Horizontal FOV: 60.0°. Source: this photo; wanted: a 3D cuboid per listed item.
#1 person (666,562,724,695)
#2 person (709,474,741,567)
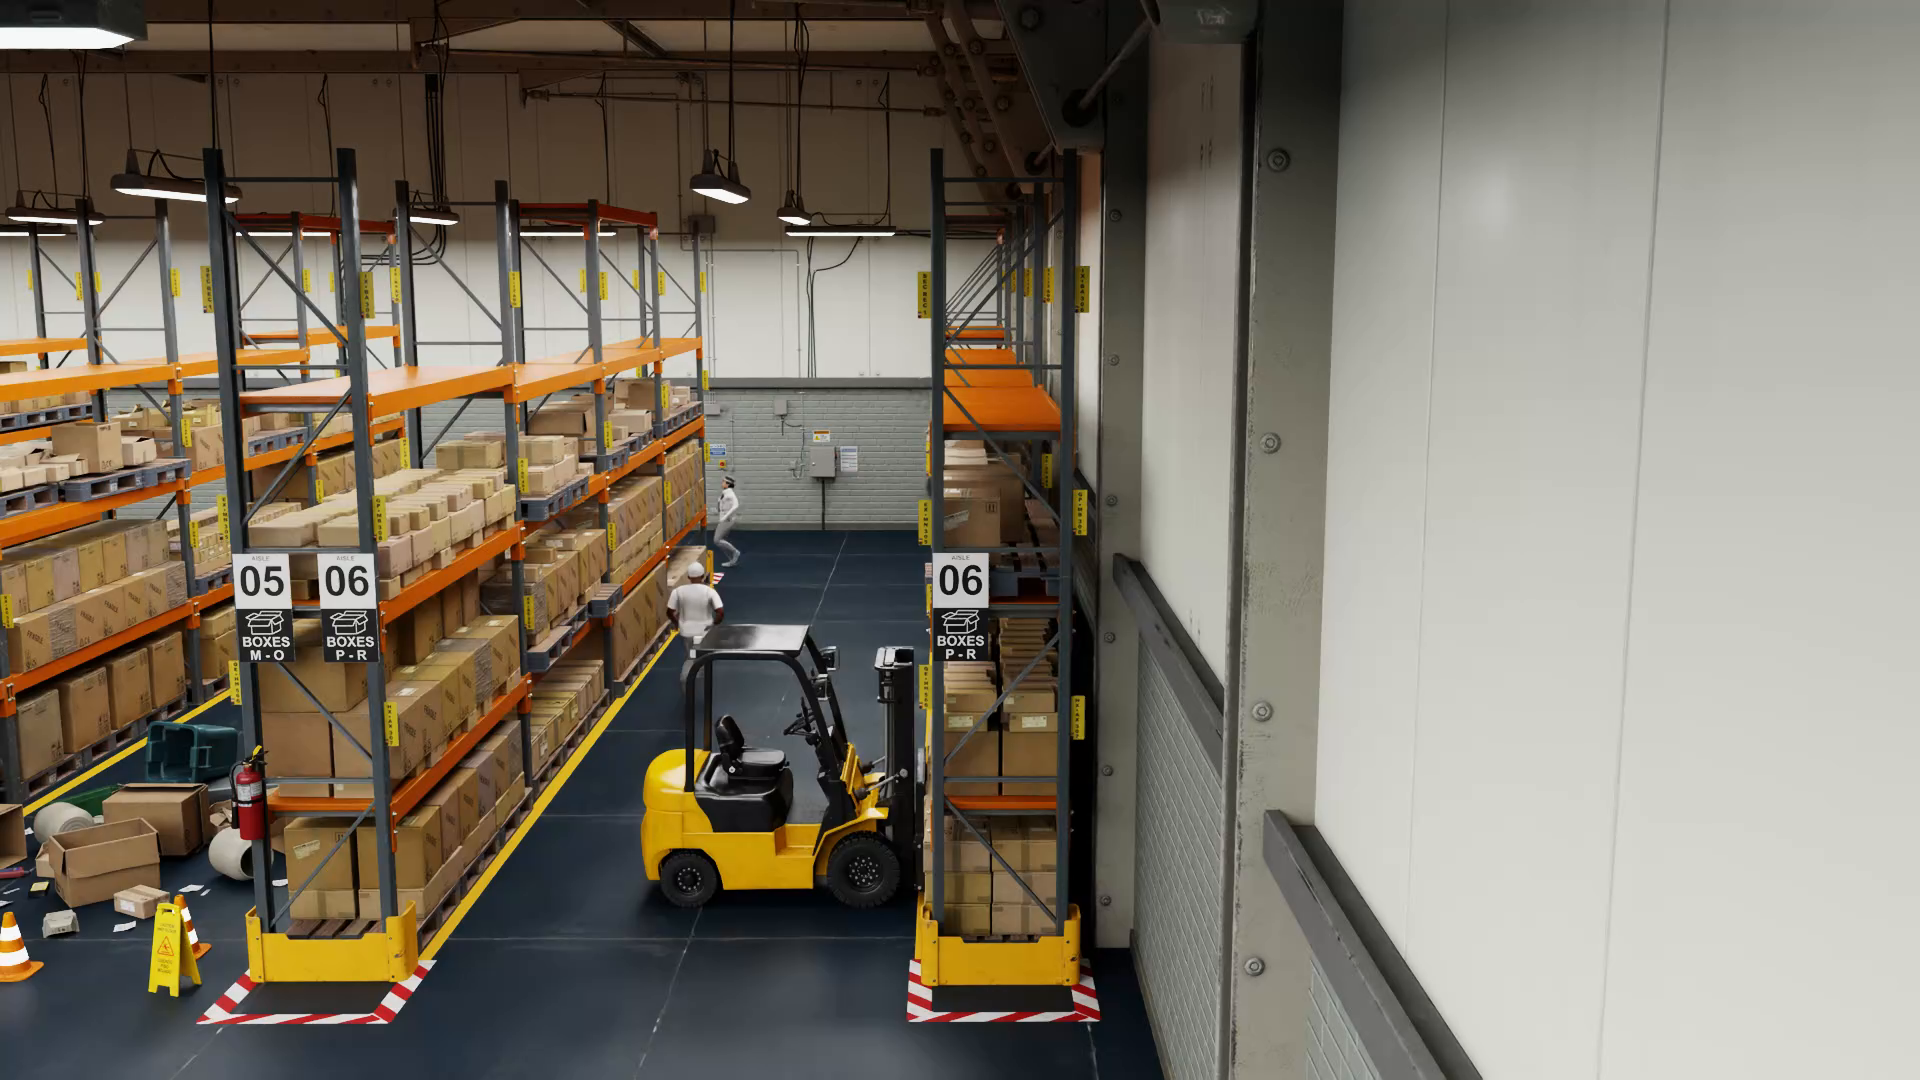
[{"bbox_3d":[-3.171,1.048,20.095,0.701,1.587,0.813,0,9,3],"label":"person"},{"bbox_3d":[-4.165,-0.345,29.358,0.550,1.652,0.600,-2,9,-9],"label":"person"}]
